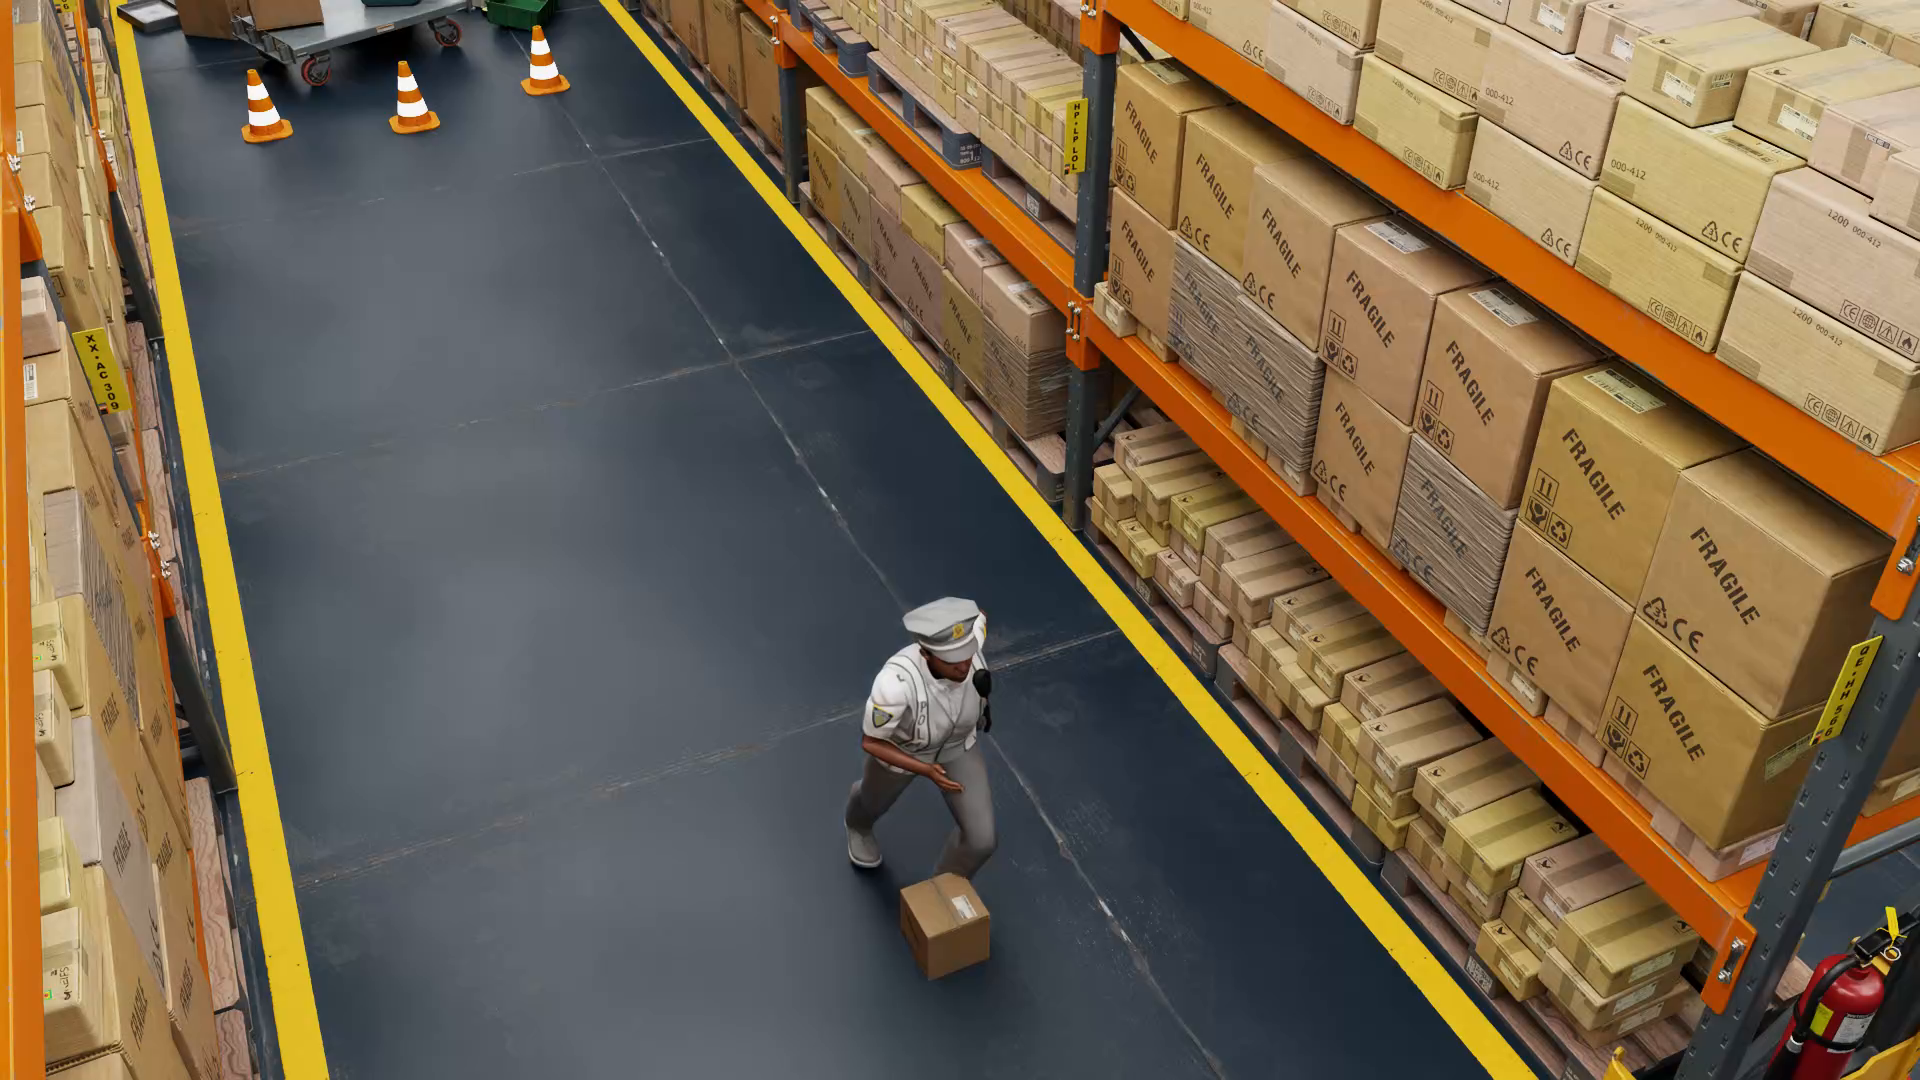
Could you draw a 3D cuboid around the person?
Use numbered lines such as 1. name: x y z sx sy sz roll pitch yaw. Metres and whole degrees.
1. person: -0.118 0.740 5.929 0.570 1.615 0.923 -14 40 -17
